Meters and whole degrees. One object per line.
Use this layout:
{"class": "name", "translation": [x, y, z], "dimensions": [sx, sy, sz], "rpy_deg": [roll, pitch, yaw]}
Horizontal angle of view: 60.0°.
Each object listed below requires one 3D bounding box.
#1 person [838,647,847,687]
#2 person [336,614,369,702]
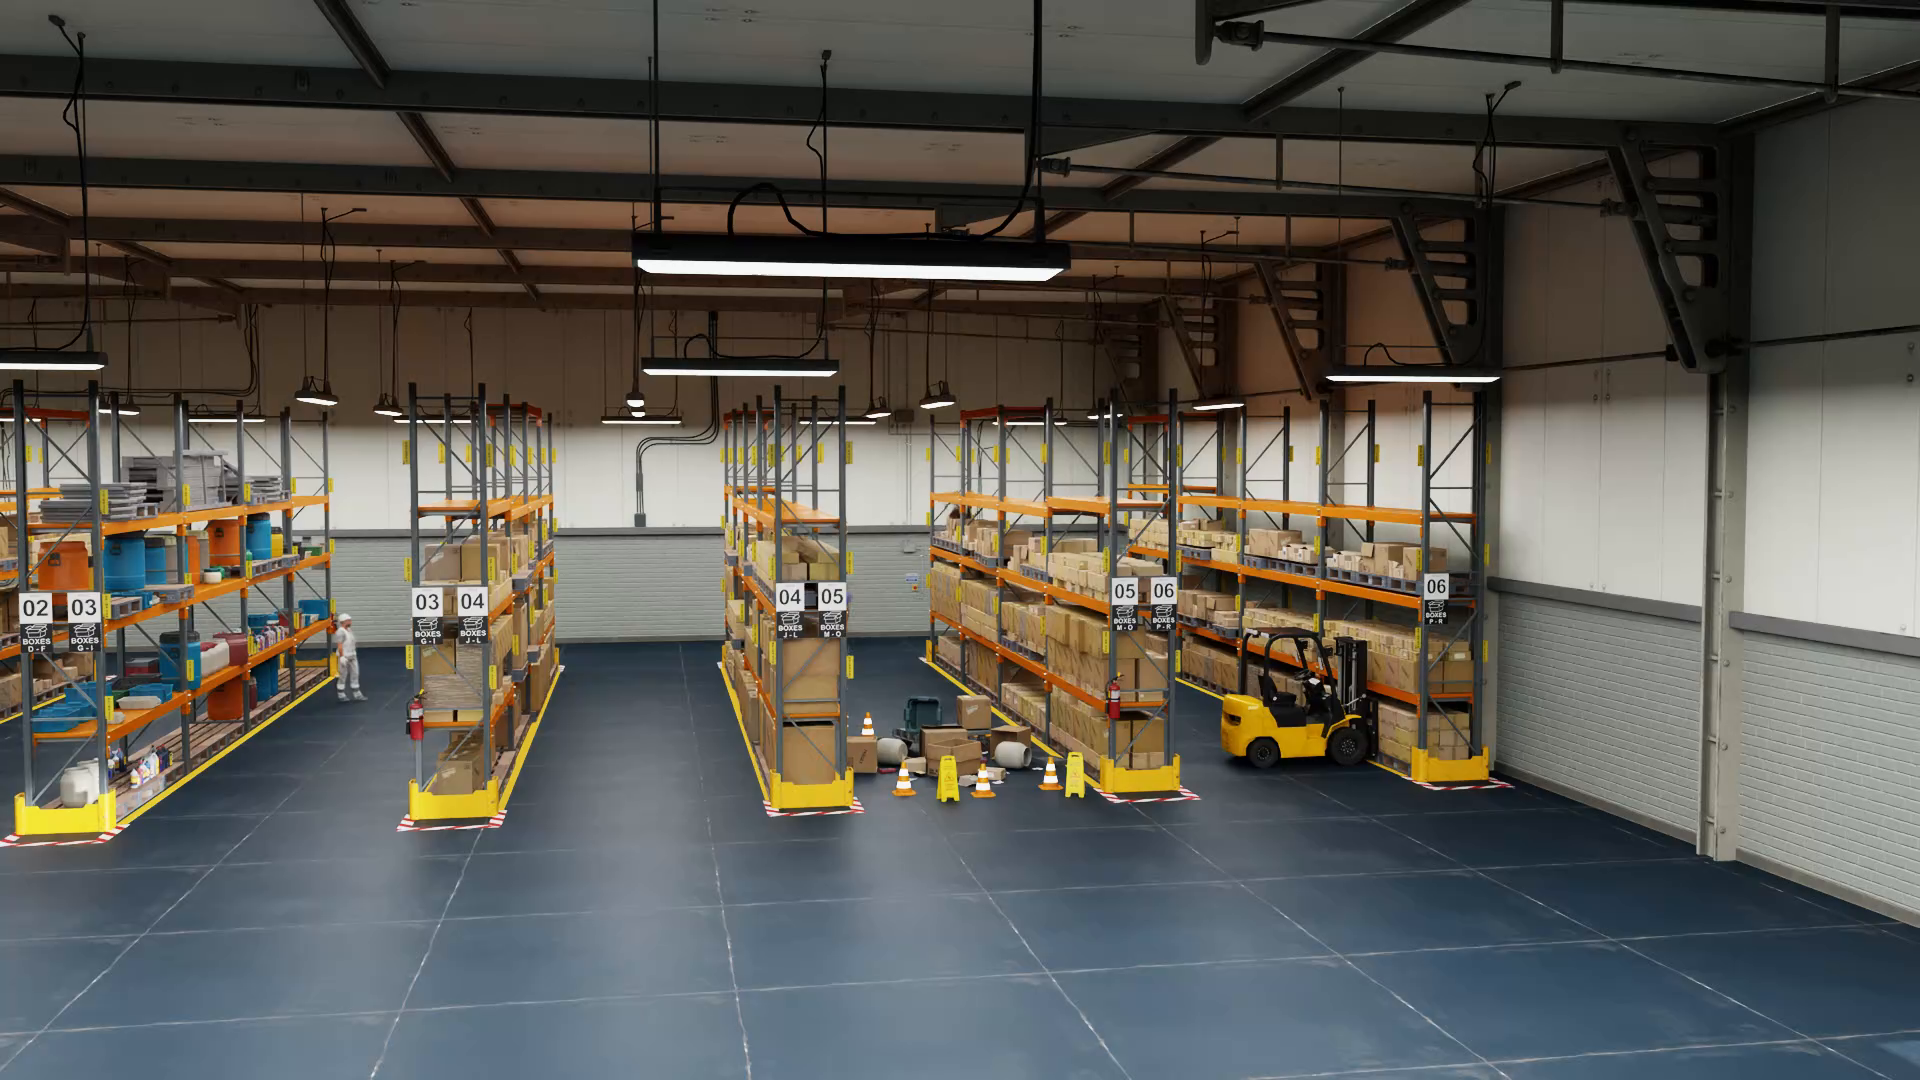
{"class": "person", "translation": [-2.729, 2.291, 35.723], "dimensions": [0.615, 1.757, 0.472], "rpy_deg": [0, 3, -7]}
{"class": "person", "translation": [-12.408, 2.395, 33.882], "dimensions": [0.594, 1.788, 0.597], "rpy_deg": [1, 3, 20]}
